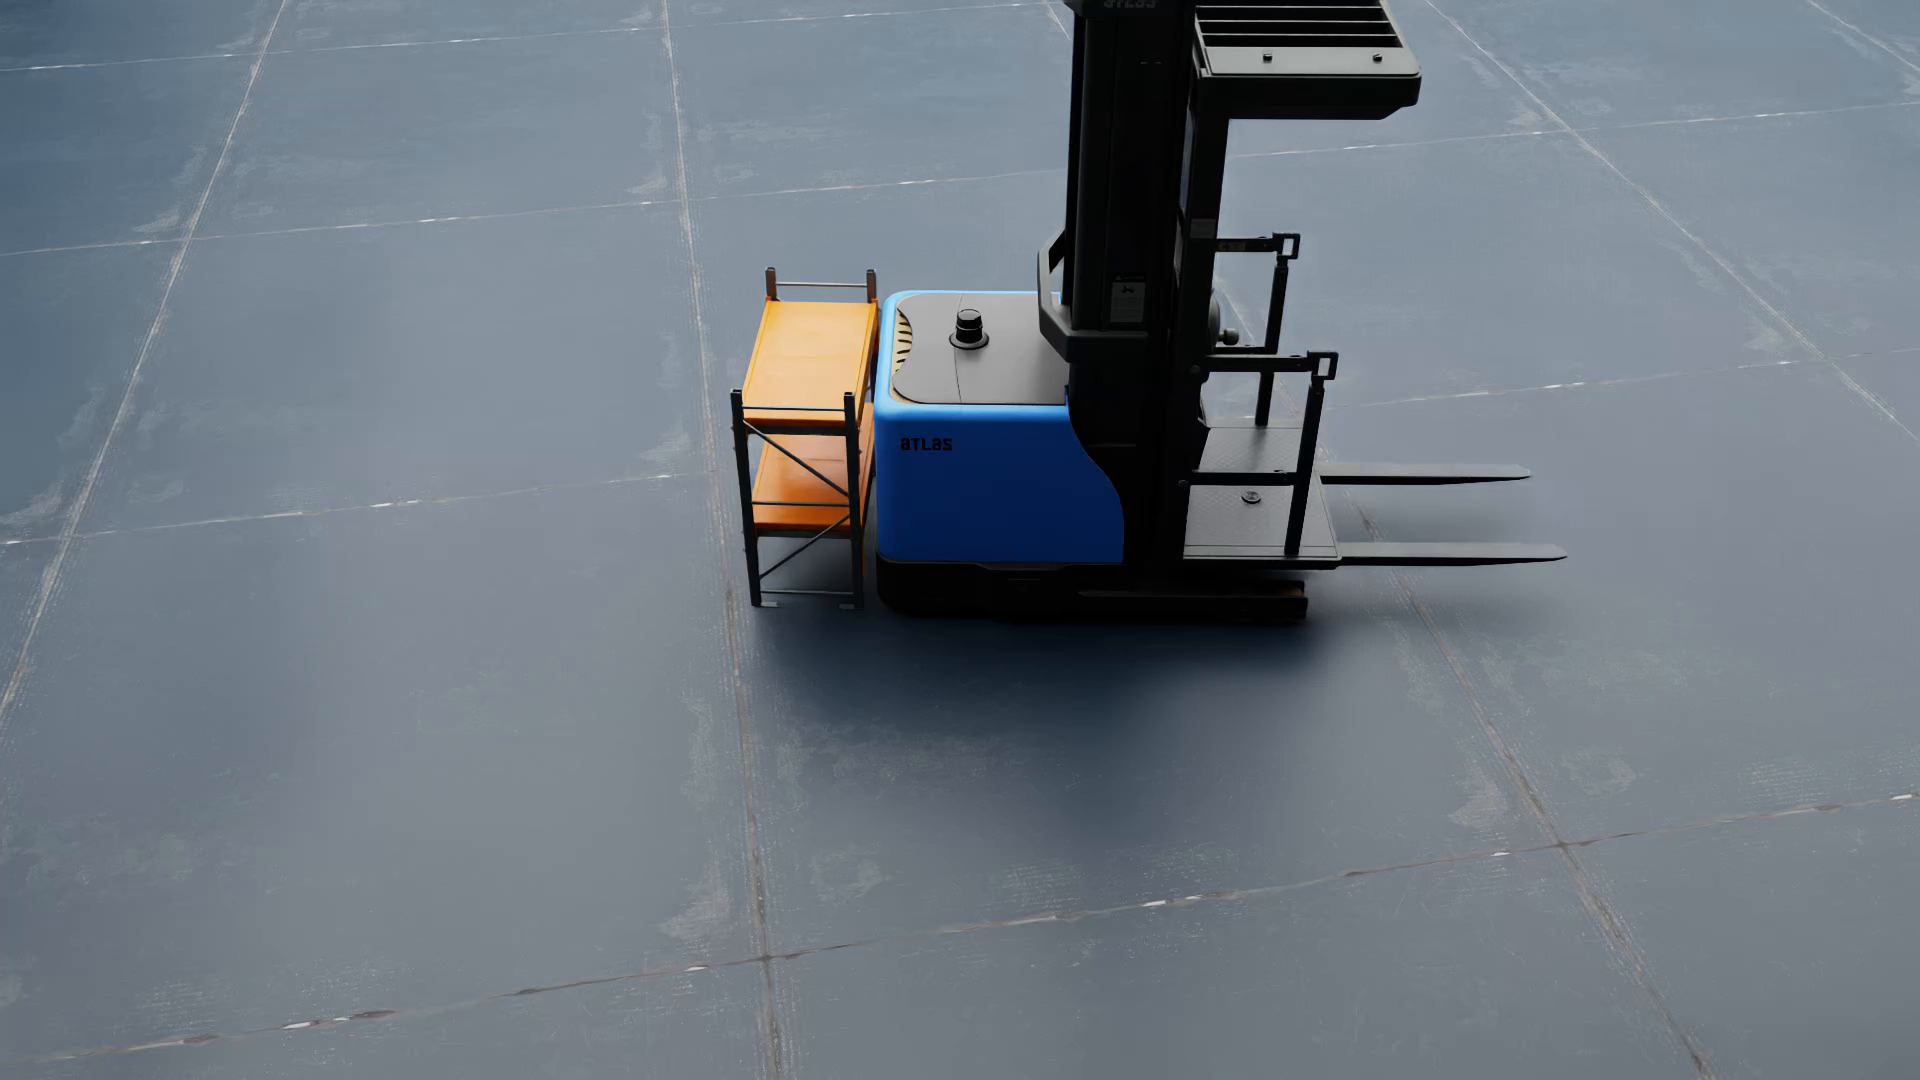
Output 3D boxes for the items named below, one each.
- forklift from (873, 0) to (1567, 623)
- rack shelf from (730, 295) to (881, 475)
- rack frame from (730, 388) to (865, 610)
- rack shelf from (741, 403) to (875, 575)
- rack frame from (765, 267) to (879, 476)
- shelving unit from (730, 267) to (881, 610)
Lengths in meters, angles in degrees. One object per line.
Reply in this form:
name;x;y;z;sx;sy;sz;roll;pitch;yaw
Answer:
forklift;1.155;-1.124;6.808;3.031;2.935;1.130;0;38;1
rack shelf;-0.650;-0.693;7.247;0.538;0.278;1.000;2;38;2
rack frame;-0.674;-0.150;7.026;0.500;1.125;0.032;2;38;2
rack shelf;-0.650;-0.268;7.577;0.538;0.278;1.000;2;38;2
rack frame;-0.627;-0.773;7.828;0.500;1.125;0.032;2;38;2
shelving unit;-0.650;-0.462;7.427;0.538;1.125;1.048;2;38;2
